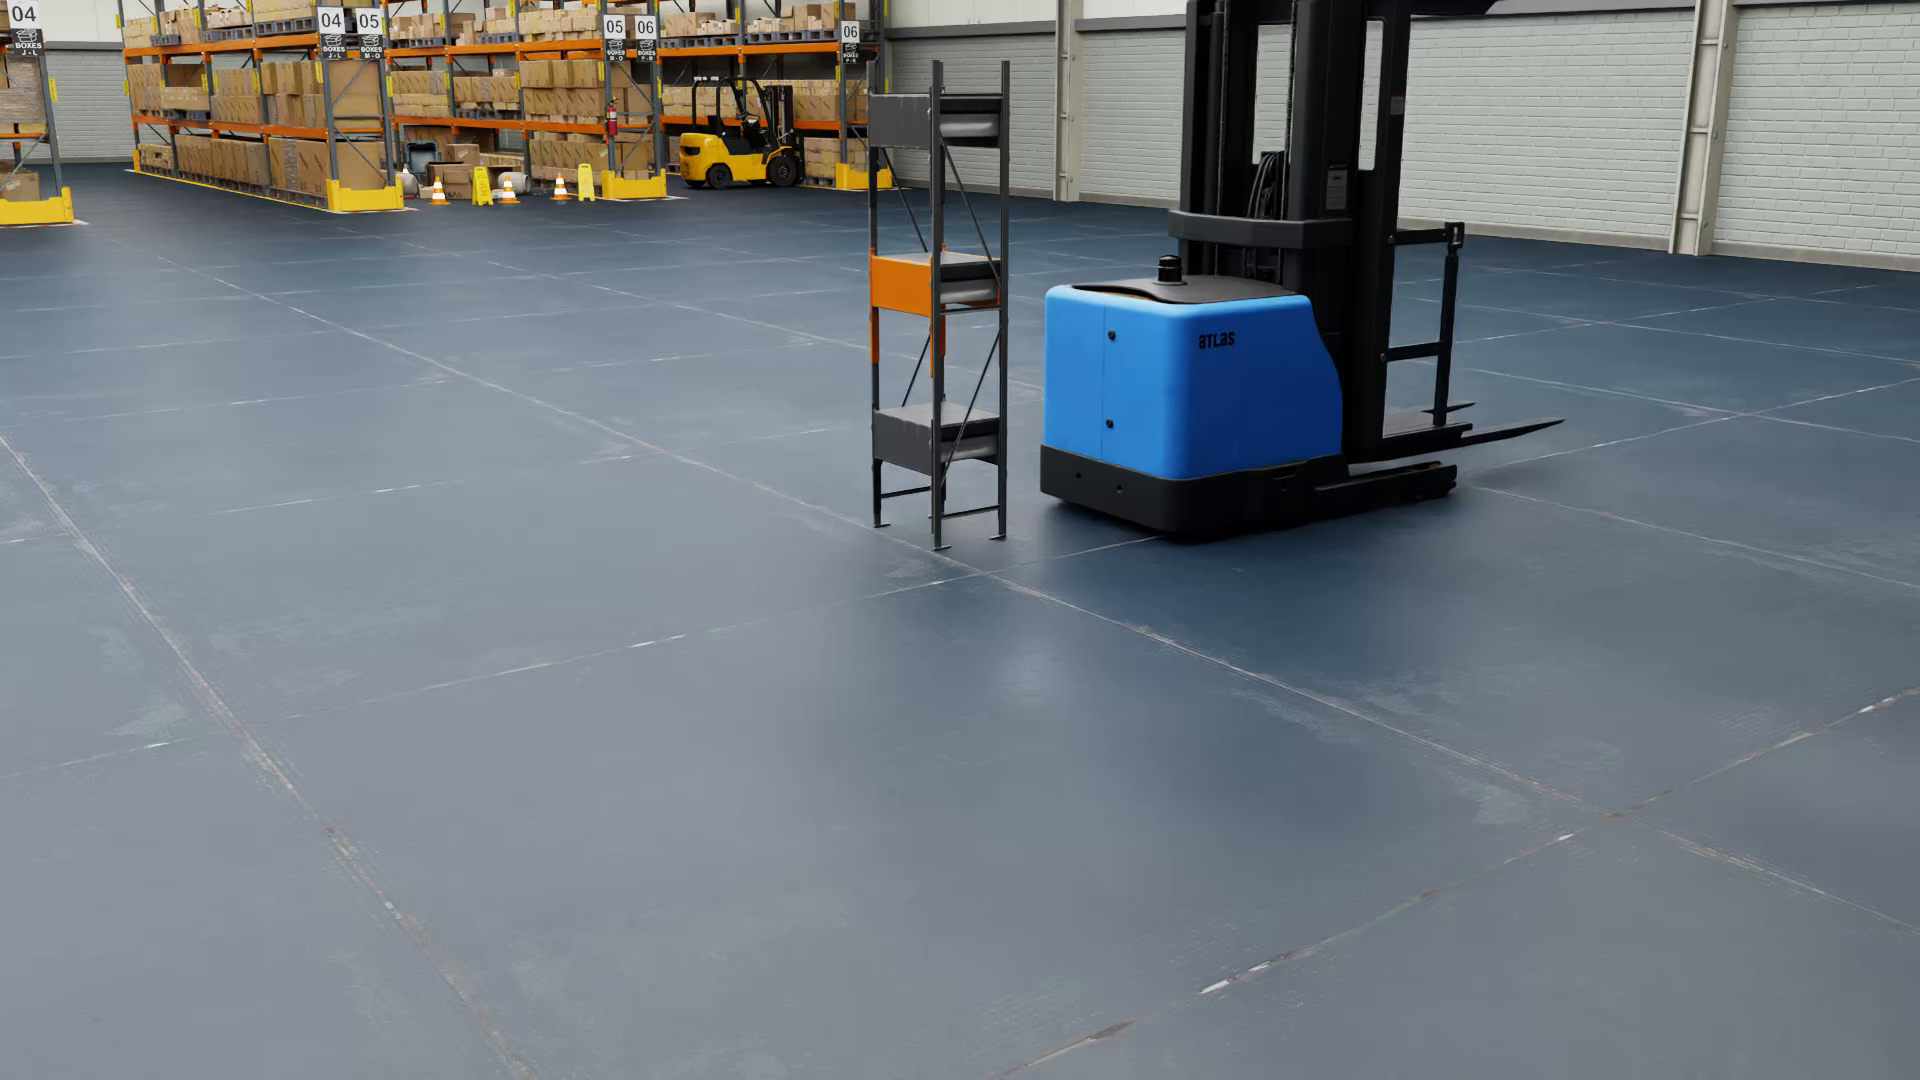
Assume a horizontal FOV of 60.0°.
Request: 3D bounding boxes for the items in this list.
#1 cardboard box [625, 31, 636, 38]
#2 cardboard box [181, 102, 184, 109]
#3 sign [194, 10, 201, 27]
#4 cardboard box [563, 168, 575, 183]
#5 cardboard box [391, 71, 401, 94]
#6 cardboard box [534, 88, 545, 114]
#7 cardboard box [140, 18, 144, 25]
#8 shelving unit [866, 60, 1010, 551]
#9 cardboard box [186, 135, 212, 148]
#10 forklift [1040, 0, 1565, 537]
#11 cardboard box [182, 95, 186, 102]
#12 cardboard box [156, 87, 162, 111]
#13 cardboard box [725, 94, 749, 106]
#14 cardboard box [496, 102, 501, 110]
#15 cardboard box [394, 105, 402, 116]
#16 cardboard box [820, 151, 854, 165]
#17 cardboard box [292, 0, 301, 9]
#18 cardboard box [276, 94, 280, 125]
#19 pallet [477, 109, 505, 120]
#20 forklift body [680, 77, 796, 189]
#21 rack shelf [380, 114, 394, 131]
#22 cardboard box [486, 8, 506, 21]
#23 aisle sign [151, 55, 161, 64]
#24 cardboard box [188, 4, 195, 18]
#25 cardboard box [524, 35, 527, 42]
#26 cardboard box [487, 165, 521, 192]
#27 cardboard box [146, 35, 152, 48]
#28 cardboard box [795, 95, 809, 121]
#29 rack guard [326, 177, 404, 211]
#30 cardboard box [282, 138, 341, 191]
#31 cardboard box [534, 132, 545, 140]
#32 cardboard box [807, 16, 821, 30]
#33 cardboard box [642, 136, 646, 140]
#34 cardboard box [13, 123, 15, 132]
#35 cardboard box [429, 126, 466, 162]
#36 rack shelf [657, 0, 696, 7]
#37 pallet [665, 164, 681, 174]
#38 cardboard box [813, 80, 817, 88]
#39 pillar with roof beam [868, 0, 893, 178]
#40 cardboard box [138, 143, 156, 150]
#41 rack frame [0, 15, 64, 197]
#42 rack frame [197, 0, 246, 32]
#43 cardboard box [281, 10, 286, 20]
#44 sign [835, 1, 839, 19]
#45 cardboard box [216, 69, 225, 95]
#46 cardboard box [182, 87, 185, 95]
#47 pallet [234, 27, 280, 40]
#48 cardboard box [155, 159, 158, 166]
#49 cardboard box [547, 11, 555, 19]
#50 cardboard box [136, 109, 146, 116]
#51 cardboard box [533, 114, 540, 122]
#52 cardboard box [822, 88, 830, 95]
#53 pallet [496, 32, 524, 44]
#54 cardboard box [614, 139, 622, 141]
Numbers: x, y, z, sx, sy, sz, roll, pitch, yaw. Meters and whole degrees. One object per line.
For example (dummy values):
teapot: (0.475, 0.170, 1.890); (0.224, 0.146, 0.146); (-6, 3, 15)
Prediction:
cardboard box: (-5.881, -9.197, 30.289); (0.380, 0.149, 0.250); (-11, 19, -34)
cardboard box: (-16.009, -9.058, 34.670); (0.380, 0.149, 0.250); (-10, 18, -33)
sign: (-15.037, -10.280, 32.794); (0.100, 0.325, 0.005); (-11, 19, -35)
cardboard box: (-7.252, -6.980, 31.808); (0.500, 0.250, 0.500); (-12, 19, -37)
cardboard box: (-12.978, -10.704, 38.919); (0.500, 0.500, 0.500); (-11, 19, -34)
cardboard box: (-7.954, -8.555, 32.397); (0.500, 0.500, 0.500); (-11, 19, -35)
cardboard box: (-18.136, -11.627, 37.274); (0.380, 0.149, 0.250); (-11, 19, -35)
shelving unit: (-0.097, -1.048, 7.428); (0.431, 2.100, 0.503); (-11, 19, -35)
cardboard box: (-16.117, -8.459, 35.320); (0.500, 0.250, 0.500); (-10, 18, -32)
forklift: (1.896, -1.708, 8.263); (3.031, 2.935, 1.130); (-10, 18, -33)
cardboard box: (-15.862, -9.147, 34.432); (0.380, 0.149, 0.250); (-11, 19, -35)
cardboard box: (-17.462, -9.773, 36.850); (0.500, 0.500, 0.500); (-11, 19, -34)
cardboard box: (-4.783, -9.609, 36.339); (0.500, 0.250, 0.500); (-11, 19, -36)
cardboard box: (-9.301, -8.915, 34.145); (0.380, 0.149, 0.250); (-11, 19, -34)
cardboard box: (-12.959, -10.105, 39.098); (0.500, 0.250, 0.500); (-11, 19, -36)
cardboard box: (-2.475, -7.694, 33.471); (0.500, 0.250, 0.500); (-11, 19, -35)
cardboard box: (-10.701, -8.897, 27.453); (0.500, 0.250, 0.500); (-11, 19, -34)
cardboard box: (-11.677, -7.695, 29.726); (0.875, 0.550, 0.550); (-11, 19, -35)
pallet: (-9.456, -8.949, 34.954); (1.003, 0.211, 1.213); (-11, 19, -35)
forklift body: (-4.527, -8.233, 33.583); (2.313, 2.155, 1.214); (-11, 19, -35)
rack shelf: (-14.181, -10.392, 41.226); (1.077, 0.370, 4.000); (-11, 19, -35)
cardboard box: (-9.362, -10.740, 33.995); (0.500, 0.250, 0.500); (-10, 18, -34)
aisle sign: (-19.101, -11.692, 39.690); (0.394, 0.787, 0.004); (-11, 19, -35)
cardboard box: (-15.359, -10.686, 33.614); (0.396, 0.266, 0.258); (-11, 19, -35)
cardboard box: (-8.316, -9.824, 32.580); (0.380, 0.149, 0.250); (-11, 19, -35)
cardboard box: (-8.771, -6.959, 32.051); (0.500, 0.500, 0.500); (1, 15, 4)
cardboard box: (-17.740, -11.068, 36.935); (0.500, 0.250, 0.500); (-11, 19, -35)
cardboard box: (-3.037, -8.855, 34.058); (0.500, 0.500, 0.500); (-11, 19, -36)
rack guard: (-9.879, -5.749, 27.634); (1.175, 0.500, 0.348); (-11, 19, -35)
cardboard box: (-11.399, -6.655, 29.437); (0.875, 0.875, 0.875); (-11, 19, -34)
cardboard box: (-8.147, -7.951, 32.707); (0.380, 0.149, 0.250); (-11, 19, -34)
cardboard box: (-2.818, -10.338, 33.252); (0.396, 0.266, 0.258); (-11, 19, -34)
cardboard box: (-7.440, -9.722, 40.125); (0.380, 0.149, 0.250); (-12, 19, -36)
cardboard box: (-14.370, -6.350, 25.572); (0.380, 0.149, 0.250); (-11, 19, -35)
cardboard box: (-11.513, -8.987, 37.960); (0.875, 0.875, 0.875); (-11, 19, -34)
rack shelf: (-5.464, -12.156, 37.064); (1.077, 0.370, 4.000); (-11, 19, -35)
pallet: (-6.187, -8.702, 38.972); (1.003, 0.211, 1.213); (-11, 19, -35)
cardboard box: (-2.749, -9.233, 33.648); (0.380, 0.149, 0.250); (-11, 19, -34)
pillar with roof beam: (-5.099, -11.035, 30.848); (9.100, 9.000, 0.400); (-11, 19, -35)
cardboard box: (-19.268, -9.326, 39.447); (0.380, 0.149, 0.250); (-12, 19, -37)
rack frame: (-13.965, -6.211, 24.589); (1.000, 3.000, 0.127); (-11, 19, -35)
rack frame: (-14.597, -11.562, 32.772); (1.000, 3.000, 0.127); (-11, 19, -35)
cardboard box: (-11.259, -8.880, 28.149); (0.380, 0.149, 0.250); (-11, 19, -34)
sign: (-2.383, -10.275, 32.227); (0.100, 0.325, 0.005); (-11, 19, -35)
cardboard box: (-14.341, -9.101, 33.063); (0.700, 0.500, 0.500); (-11, 19, -35)
cardboard box: (-15.853, -9.289, 34.385); (0.380, 0.149, 0.250); (-11, 19, -35)
pallet: (-12.824, -9.357, 30.760); (0.805, 0.209, 1.217); (-12, 19, -37)
cardboard box: (-18.332, -8.714, 38.337); (0.380, 0.149, 0.250); (-11, 19, -35)
cardboard box: (-7.570, -9.927, 31.446); (0.380, 0.149, 0.250); (-11, 19, -35)
cardboard box: (-19.078, -10.021, 38.985); (0.380, 0.149, 0.250); (-12, 19, -36)
cardboard box: (-8.185, -8.320, 32.767); (0.380, 0.149, 0.250); (-10, 18, -33)
cardboard box: (-2.541, -8.963, 33.222); (0.380, 0.149, 0.250); (-11, 18, -34)
pallet: (-8.578, -10.108, 33.500); (1.213, 0.211, 1.003); (-11, 19, -35)
cardboard box: (-8.278, -9.723, 41.357); (0.500, 0.500, 0.500); (-12, 19, -36)
